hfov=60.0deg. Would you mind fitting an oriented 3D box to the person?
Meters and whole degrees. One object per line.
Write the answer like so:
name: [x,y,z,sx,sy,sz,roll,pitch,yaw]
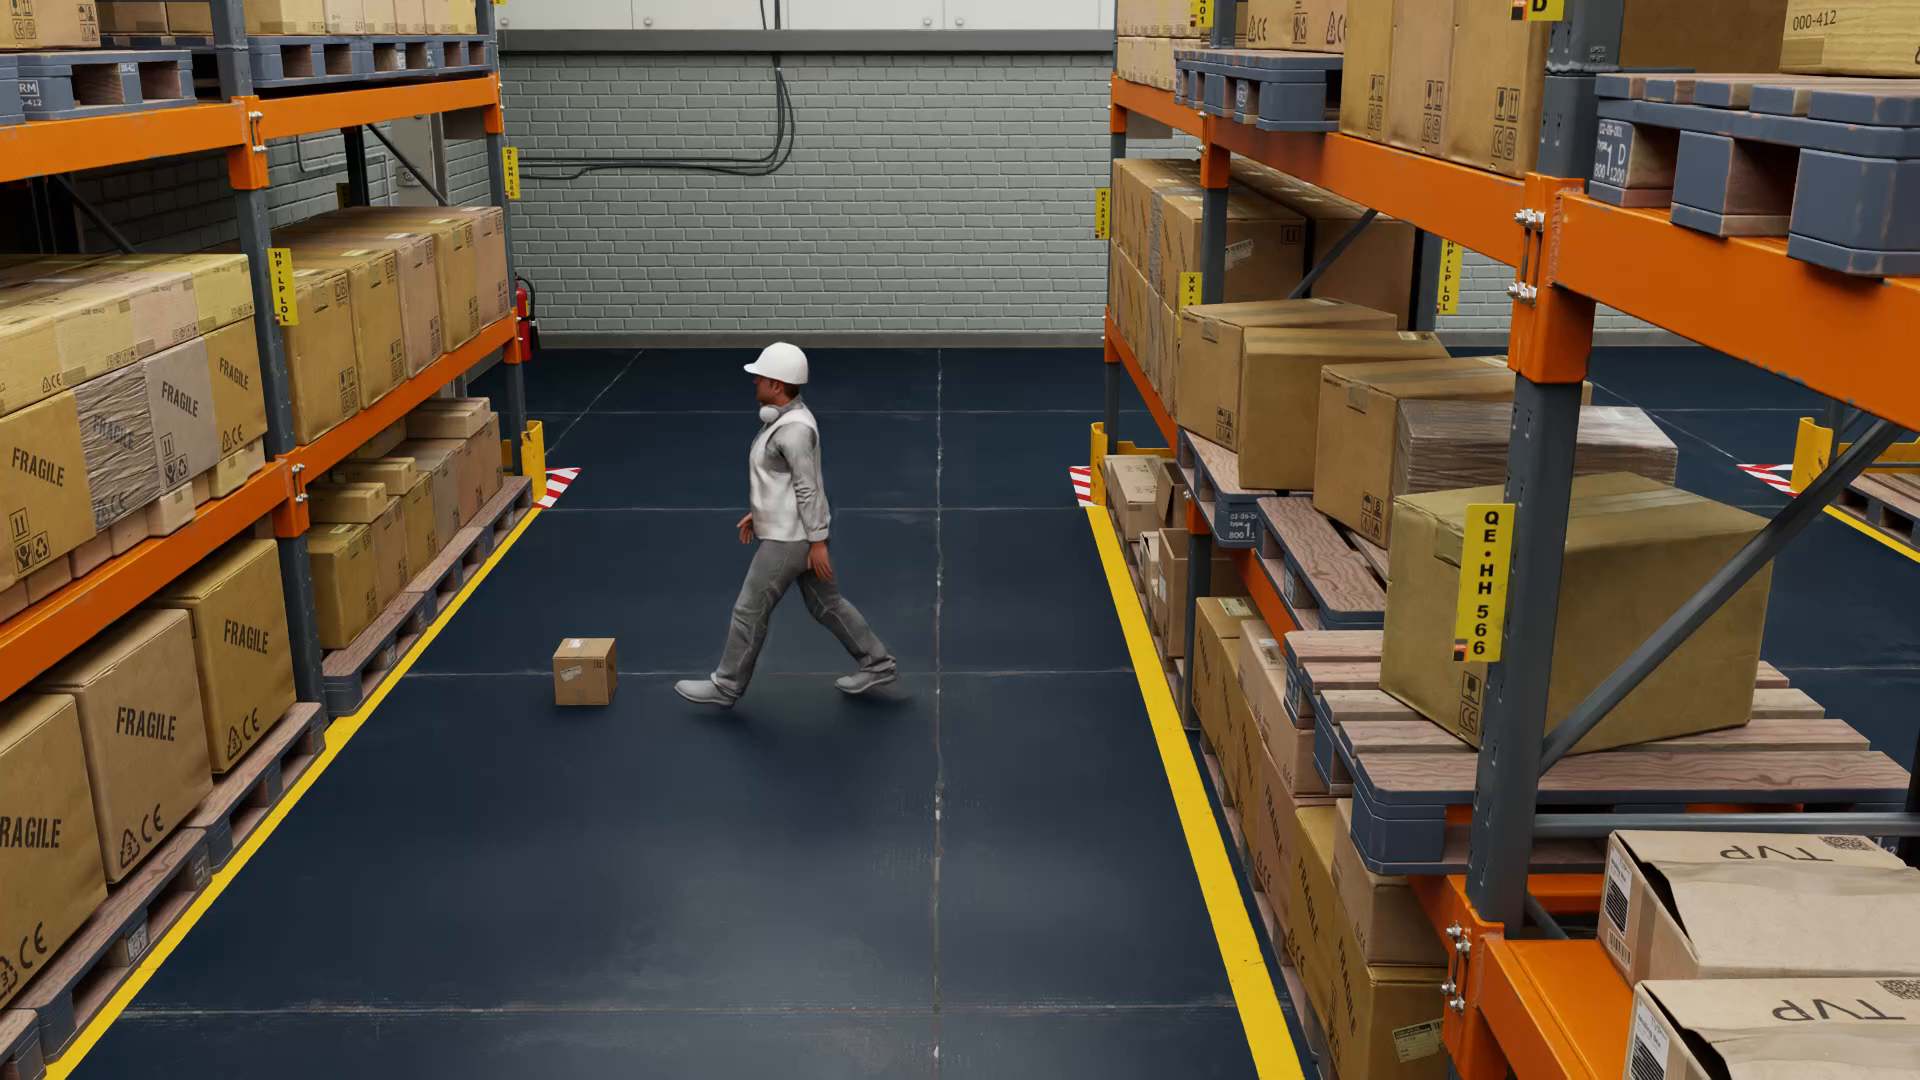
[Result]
person: [-0.824,-0.063,7.737,1.040,1.724,0.568,0,17,0]
